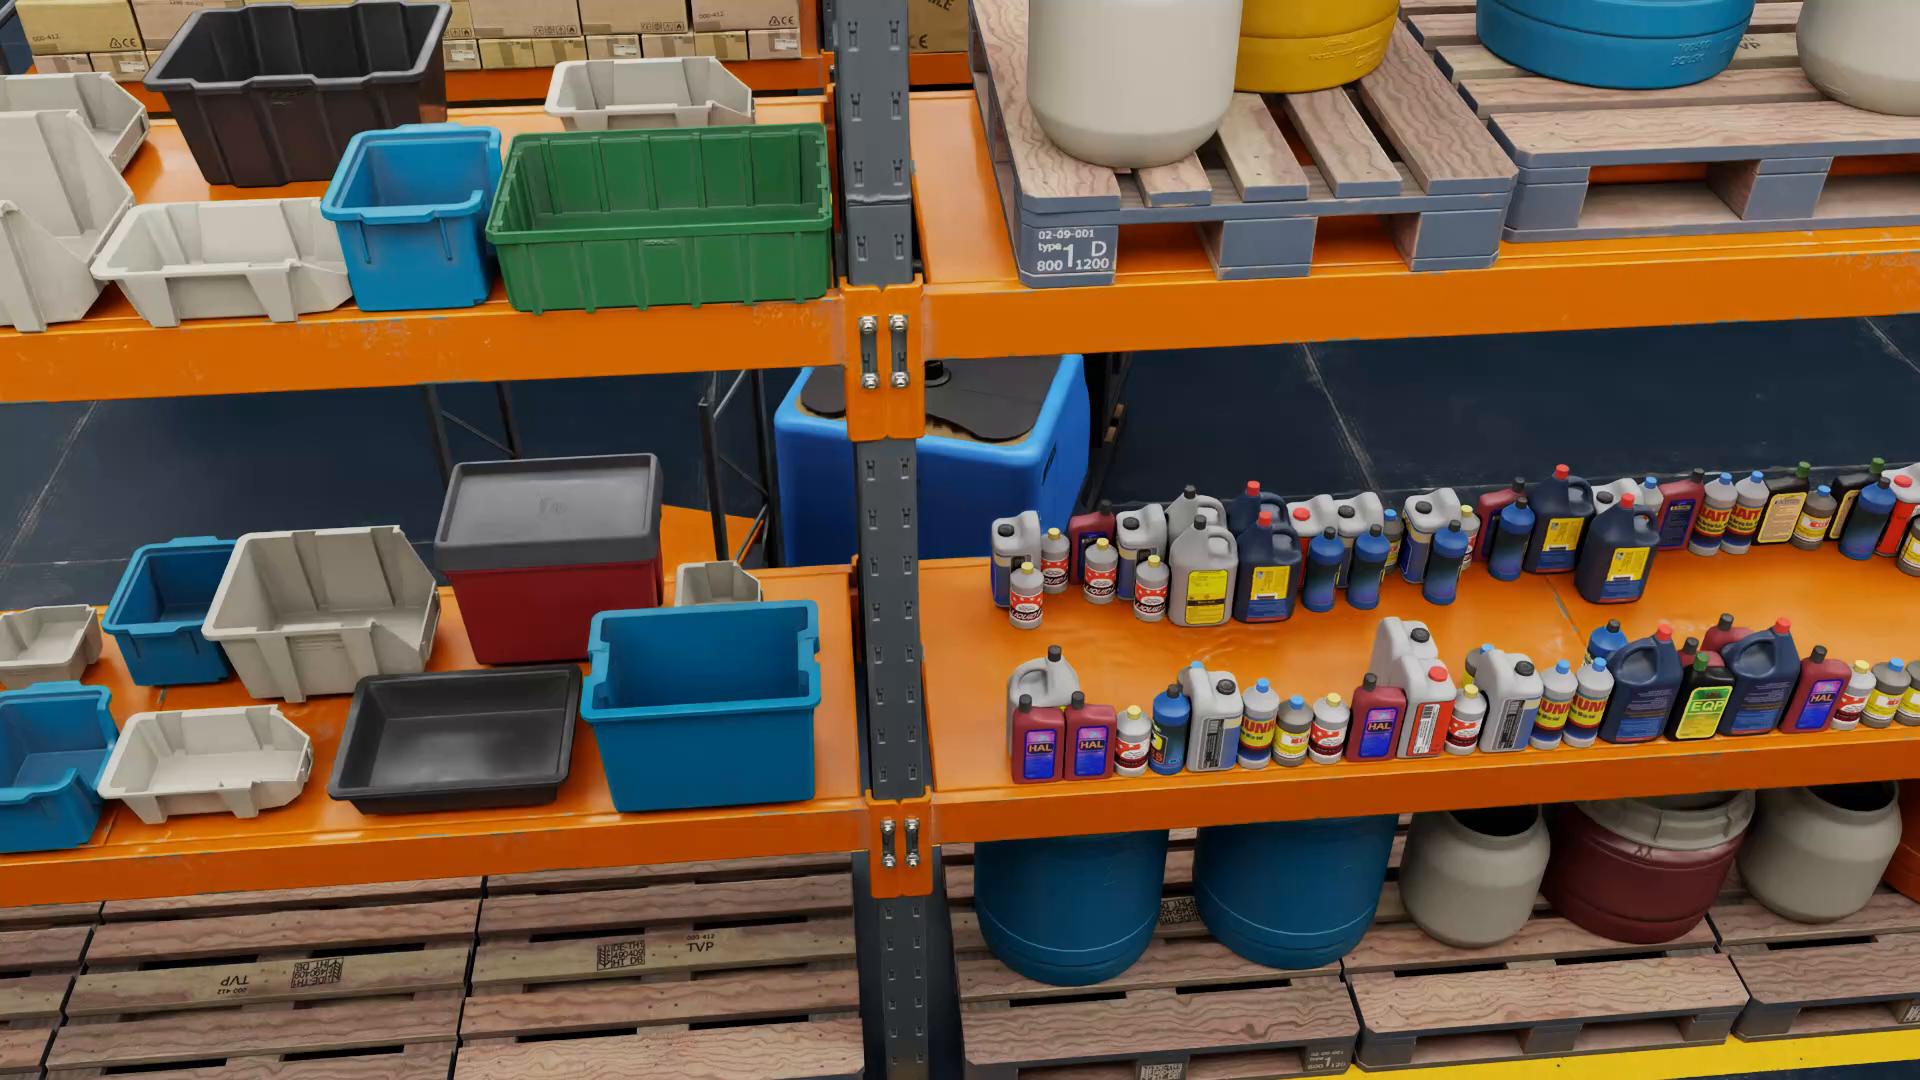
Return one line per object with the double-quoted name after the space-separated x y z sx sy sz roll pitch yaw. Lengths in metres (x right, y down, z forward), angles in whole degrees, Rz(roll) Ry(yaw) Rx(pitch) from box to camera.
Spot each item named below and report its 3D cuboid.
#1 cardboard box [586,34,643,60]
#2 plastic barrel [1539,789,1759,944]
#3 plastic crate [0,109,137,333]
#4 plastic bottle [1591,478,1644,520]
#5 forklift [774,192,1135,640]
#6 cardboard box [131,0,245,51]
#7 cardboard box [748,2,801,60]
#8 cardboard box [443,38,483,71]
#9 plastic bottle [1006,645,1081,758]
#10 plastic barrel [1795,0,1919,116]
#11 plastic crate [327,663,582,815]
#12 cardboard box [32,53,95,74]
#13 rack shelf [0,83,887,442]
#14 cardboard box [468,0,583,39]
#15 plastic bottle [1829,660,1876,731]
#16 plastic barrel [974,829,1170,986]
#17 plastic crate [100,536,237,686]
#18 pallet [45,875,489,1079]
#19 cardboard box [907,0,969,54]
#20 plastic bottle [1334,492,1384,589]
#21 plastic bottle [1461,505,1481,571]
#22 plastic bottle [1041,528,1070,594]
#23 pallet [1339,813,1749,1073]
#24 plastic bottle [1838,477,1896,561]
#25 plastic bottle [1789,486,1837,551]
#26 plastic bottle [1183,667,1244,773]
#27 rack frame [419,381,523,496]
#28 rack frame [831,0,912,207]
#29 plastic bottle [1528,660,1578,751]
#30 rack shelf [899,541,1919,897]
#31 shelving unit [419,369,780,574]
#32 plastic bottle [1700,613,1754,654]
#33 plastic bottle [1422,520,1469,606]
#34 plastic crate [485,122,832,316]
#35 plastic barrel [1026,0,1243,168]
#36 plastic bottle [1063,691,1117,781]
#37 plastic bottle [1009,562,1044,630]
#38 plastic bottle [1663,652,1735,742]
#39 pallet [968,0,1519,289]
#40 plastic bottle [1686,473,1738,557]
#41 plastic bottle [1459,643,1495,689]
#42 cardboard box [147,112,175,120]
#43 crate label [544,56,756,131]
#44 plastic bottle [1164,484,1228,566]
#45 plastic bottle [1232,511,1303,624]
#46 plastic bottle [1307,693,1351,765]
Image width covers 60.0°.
-1.683 -2.477 8.170 0.250 0.149 0.380 -2 38 -3 "cardboard box"
2.172 0.881 5.319 0.708 0.588 0.600 -3 38 -4 "plastic barrel"
-1.951 -0.623 3.292 0.530 0.282 0.437 -3 38 -4 "plastic crate"
1.942 -0.051 4.993 0.135 0.276 0.152 -3 38 -4 "plastic bottle"
0.173 -1.567 6.869 1.130 2.935 3.031 10 39 12 "forklift"
-3.605 -2.567 7.963 0.500 0.250 0.500 -4 38 -5 "cardboard box"
-0.915 -2.519 8.224 0.250 0.149 0.380 -3 38 -4 "cardboard box"
-2.449 -2.435 8.117 0.250 0.149 0.380 -3 38 -3 "cardboard box"
0.218 0.417 4.339 0.185 0.351 0.144 -3 38 -4 "plastic bottle"
2.030 -1.206 3.486 0.433 0.535 0.433 0 38 0 "plastic barrel"
-1.293 0.531 4.329 0.590 0.125 0.437 -3 38 -4 "plastic crate"
-4.242 -2.334 7.990 0.250 0.149 0.380 -3 38 -3 "cardboard box"
-2.194 -0.566 3.705 4.000 0.370 1.077 -3 38 -4 "rack shelf"
-2.080 -2.650 8.068 0.500 0.250 0.500 -2 38 -3 "cardboard box"
2.392 0.409 4.471 0.097 0.201 0.097 0 38 0 "plastic bottle"
0.342 0.859 5.095 0.708 0.901 0.600 -3 38 -4 "plastic barrel"
-2.163 0.210 4.649 0.300 0.233 0.416 -3 38 -4 "plastic crate"
-2.149 1.447 5.245 1.213 0.211 1.003 -3 38 -4 "pallet"
-0.160 -2.747 8.229 0.500 0.500 0.500 -3 38 -4 "cardboard box"
1.163 -0.008 4.939 0.135 0.276 0.152 -3 38 -4 "plastic bottle"
1.507 -0.015 5.007 0.097 0.201 0.097 0 38 0 "plastic bottle"
0.275 0.053 4.921 0.097 0.201 0.097 0 38 0 "plastic bottle"
1.789 1.229 5.522 1.213 0.211 1.003 -3 38 -4 "pallet"
2.750 -0.073 5.025 0.097 0.271 0.097 0 38 0 "plastic bottle"
2.611 -0.076 5.085 0.097 0.201 0.097 0 38 0 "plastic bottle"
0.658 0.458 4.348 0.135 0.276 0.152 -3 38 -4 "plastic bottle"
-1.758 -0.151 6.231 0.032 1.500 0.500 9 39 11 "rack frame"
-0.202 -2.136 2.692 0.127 3.000 1.000 -3 38 -4 "rack frame"
1.564 0.427 4.392 0.097 0.271 0.097 0 38 0 "plastic bottle"
1.791 0.392 4.912 4.000 0.370 1.077 -3 38 -4 "rack shelf"
-1.274 -0.076 6.135 1.083 1.500 0.587 9 39 11 "shelving unit"
2.082 0.315 4.523 0.133 0.283 0.061 -3 38 -4 "plastic bottle"
1.423 0.057 4.860 0.097 0.271 0.097 0 38 0 "plastic bottle"
-0.597 -0.665 3.421 0.662 0.188 0.450 -3 38 -4 "plastic crate"
0.345 -1.051 3.290 0.433 0.535 0.433 0 38 0 "plastic barrel"
0.334 0.501 4.288 0.133 0.283 0.061 -3 38 -4 "plastic bottle"
0.192 0.152 4.796 0.097 0.201 0.097 0 38 0 "plastic bottle"
1.962 0.411 4.401 0.133 0.283 0.061 -3 38 -4 "plastic bottle"
0.571 -0.987 3.811 1.003 0.211 1.213 -3 38 -4 "pallet"
2.285 -0.085 5.040 0.097 0.271 0.097 0 38 0 "plastic bottle"
1.417 0.368 4.523 0.097 0.201 0.097 0 38 0 "plastic bottle"
-3.994 -2.032 8.780 0.875 0.875 0.875 -3 38 -4 "cardboard box"
-0.715 -1.006 3.895 0.466 0.136 0.293 -3 38 -4 "crate label"
0.685 -0.014 4.885 0.185 0.351 0.144 -3 38 -4 "plastic bottle"
0.882 0.065 4.785 0.185 0.351 0.144 -3 38 -4 "plastic bottle"
0.970 0.487 4.372 0.097 0.201 0.097 0 38 0 "plastic bottle"
